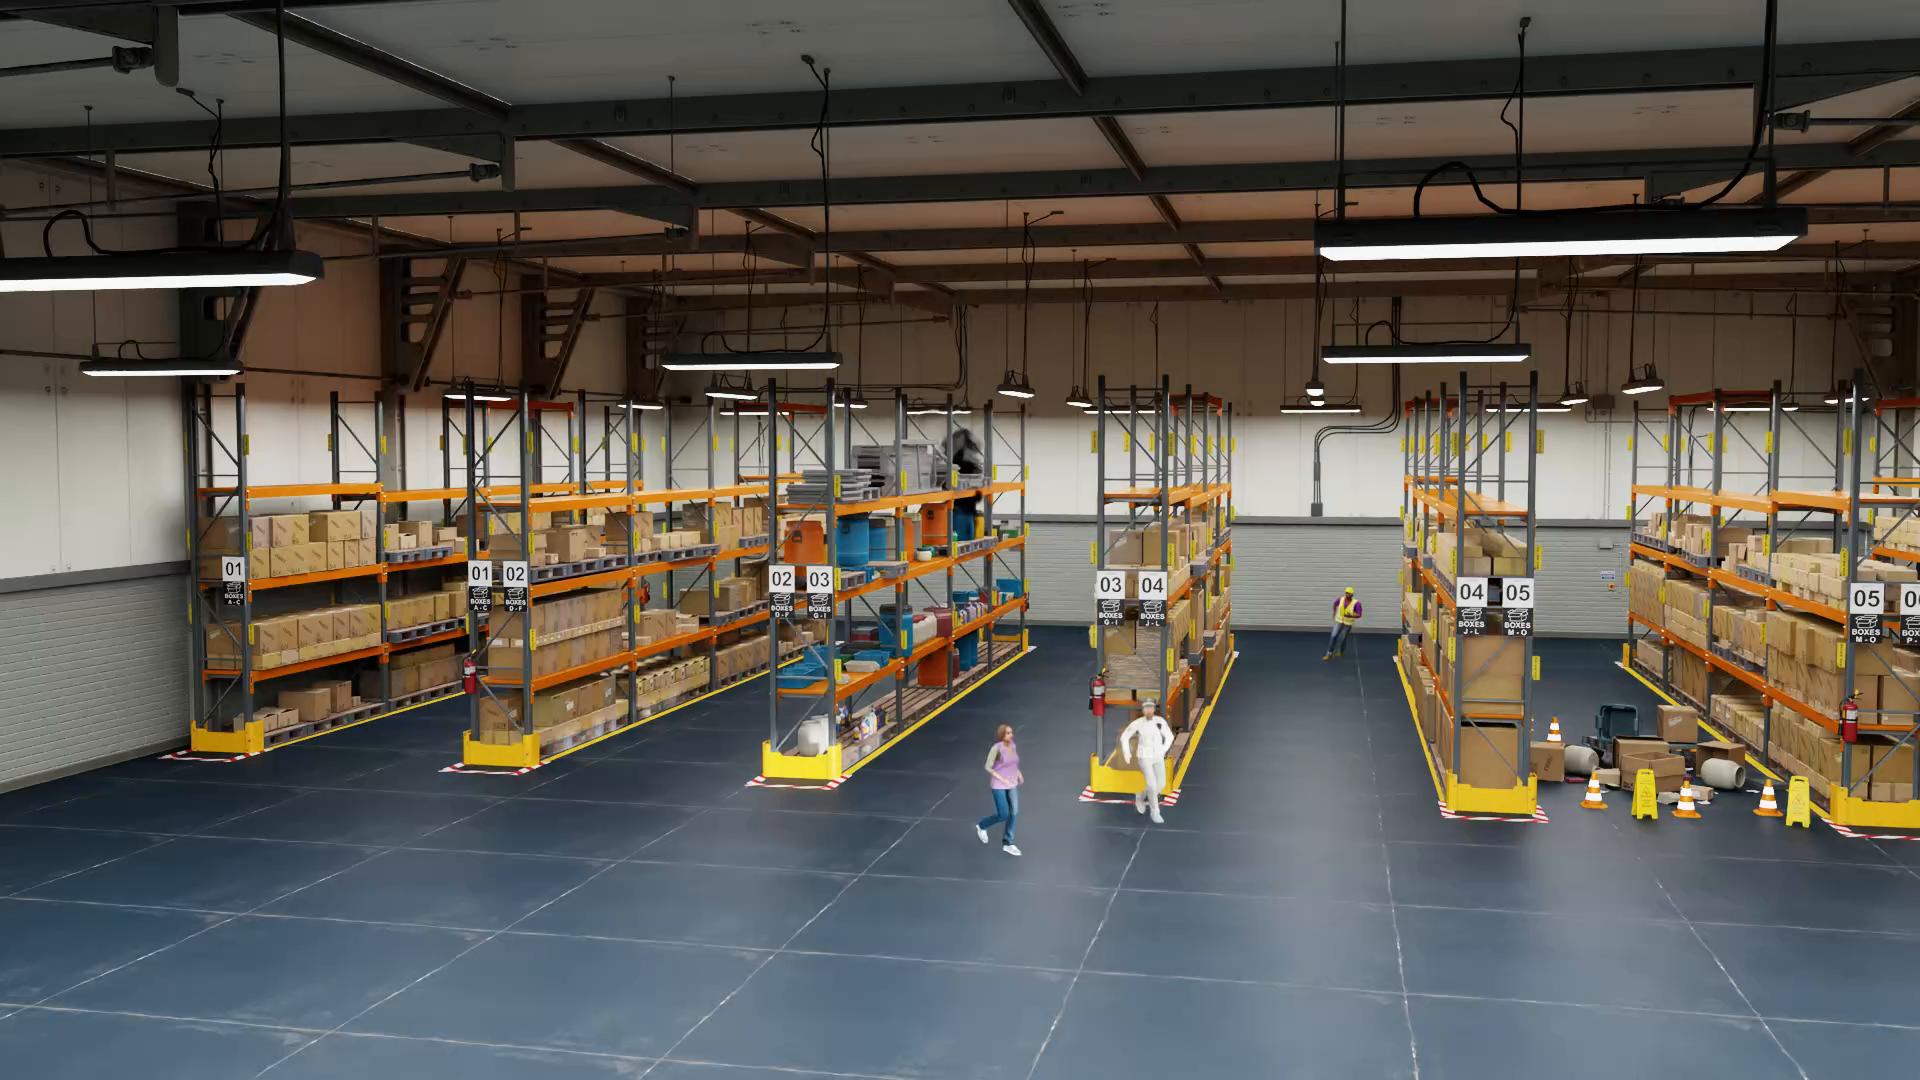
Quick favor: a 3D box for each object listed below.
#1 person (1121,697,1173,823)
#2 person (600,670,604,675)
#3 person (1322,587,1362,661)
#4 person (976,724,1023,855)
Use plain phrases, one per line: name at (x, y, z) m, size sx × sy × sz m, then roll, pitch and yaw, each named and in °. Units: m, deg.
person at (2.517, 2.925, 22.188) m, size 0.701 × 1.673 × 0.492 m, roll -1°, pitch 3°, yaw -18°
person at (-7.253, 2.290, 33.206) m, size 0.561 × 1.620 × 0.588 m, roll 1°, pitch 3°, yaw 12°
person at (8.914, 1.941, 38.594) m, size 0.832 × 1.713 × 0.846 m, roll 2°, pitch 4°, yaw 26°
person at (0.515, 3.050, 20.489) m, size 0.566 × 1.592 × 0.661 m, roll -3°, pitch 5°, yaw -44°
